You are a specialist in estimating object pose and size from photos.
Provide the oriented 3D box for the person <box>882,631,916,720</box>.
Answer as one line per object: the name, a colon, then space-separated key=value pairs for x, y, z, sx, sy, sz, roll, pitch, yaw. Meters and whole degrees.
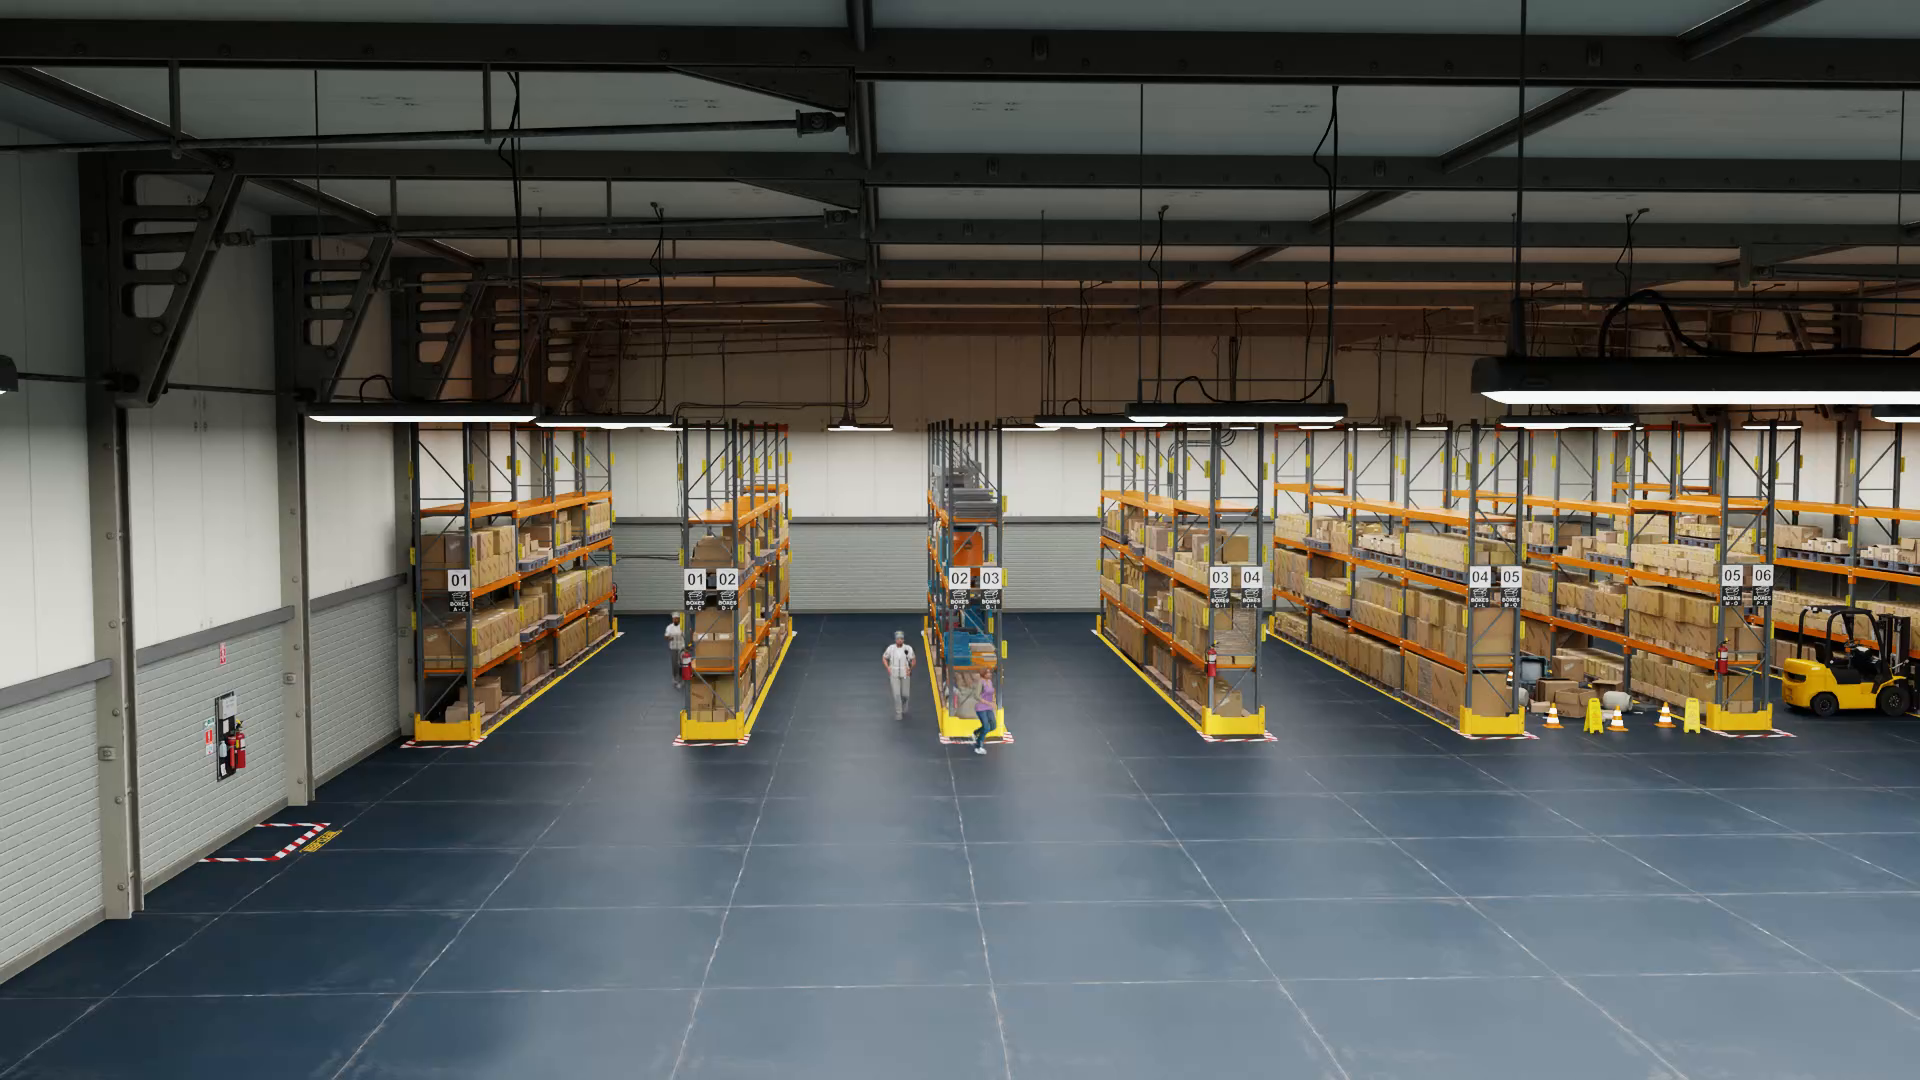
person: x=-1.232 y=2.704 z=33.555 sx=0.672 sy=1.762 sz=0.641 roll=0 pitch=4 yaw=-3

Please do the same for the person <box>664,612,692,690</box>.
person: x=-6.363 y=2.477 z=37.570 sx=0.585 sy=1.746 sz=0.892 roll=0 pitch=4 yaw=0

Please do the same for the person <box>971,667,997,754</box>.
person: x=0.448 y=3.047 z=29.830 sx=0.575 sy=1.565 sz=0.587 roll=2 pitch=4 yaw=32

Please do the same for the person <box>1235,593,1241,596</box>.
person: x=7.716 y=1.935 z=47.027 sx=0.593 sy=1.592 sz=0.643 roll=0 pitch=4 yaw=0
